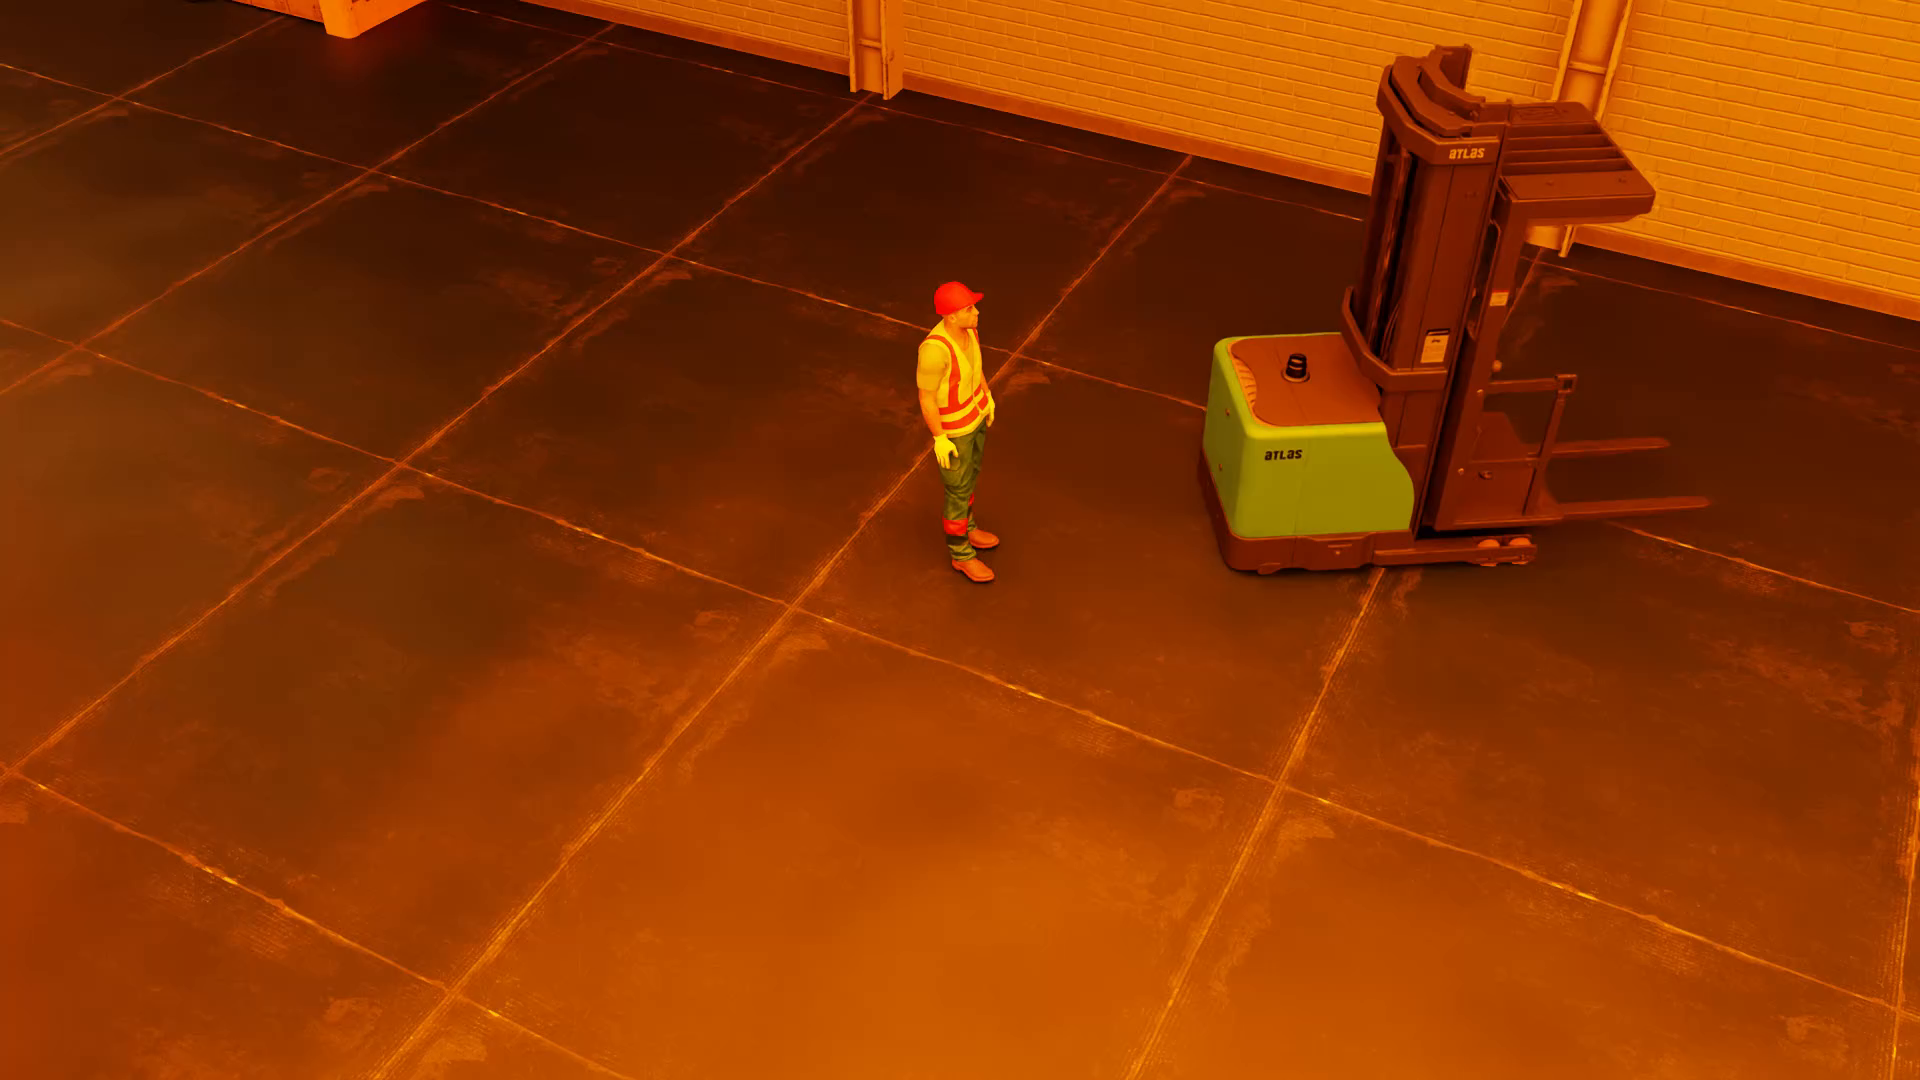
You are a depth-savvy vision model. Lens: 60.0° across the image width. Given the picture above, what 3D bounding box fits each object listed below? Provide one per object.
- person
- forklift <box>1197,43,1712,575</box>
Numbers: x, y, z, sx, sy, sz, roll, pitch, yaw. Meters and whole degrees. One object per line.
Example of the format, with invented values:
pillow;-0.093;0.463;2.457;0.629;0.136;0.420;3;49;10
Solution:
person;0.066;-0.660;9.645;0.564;1.787;0.638;18;43;21
forklift;3.065;-1.299;9.528;3.031;2.935;1.130;-3;40;-4
